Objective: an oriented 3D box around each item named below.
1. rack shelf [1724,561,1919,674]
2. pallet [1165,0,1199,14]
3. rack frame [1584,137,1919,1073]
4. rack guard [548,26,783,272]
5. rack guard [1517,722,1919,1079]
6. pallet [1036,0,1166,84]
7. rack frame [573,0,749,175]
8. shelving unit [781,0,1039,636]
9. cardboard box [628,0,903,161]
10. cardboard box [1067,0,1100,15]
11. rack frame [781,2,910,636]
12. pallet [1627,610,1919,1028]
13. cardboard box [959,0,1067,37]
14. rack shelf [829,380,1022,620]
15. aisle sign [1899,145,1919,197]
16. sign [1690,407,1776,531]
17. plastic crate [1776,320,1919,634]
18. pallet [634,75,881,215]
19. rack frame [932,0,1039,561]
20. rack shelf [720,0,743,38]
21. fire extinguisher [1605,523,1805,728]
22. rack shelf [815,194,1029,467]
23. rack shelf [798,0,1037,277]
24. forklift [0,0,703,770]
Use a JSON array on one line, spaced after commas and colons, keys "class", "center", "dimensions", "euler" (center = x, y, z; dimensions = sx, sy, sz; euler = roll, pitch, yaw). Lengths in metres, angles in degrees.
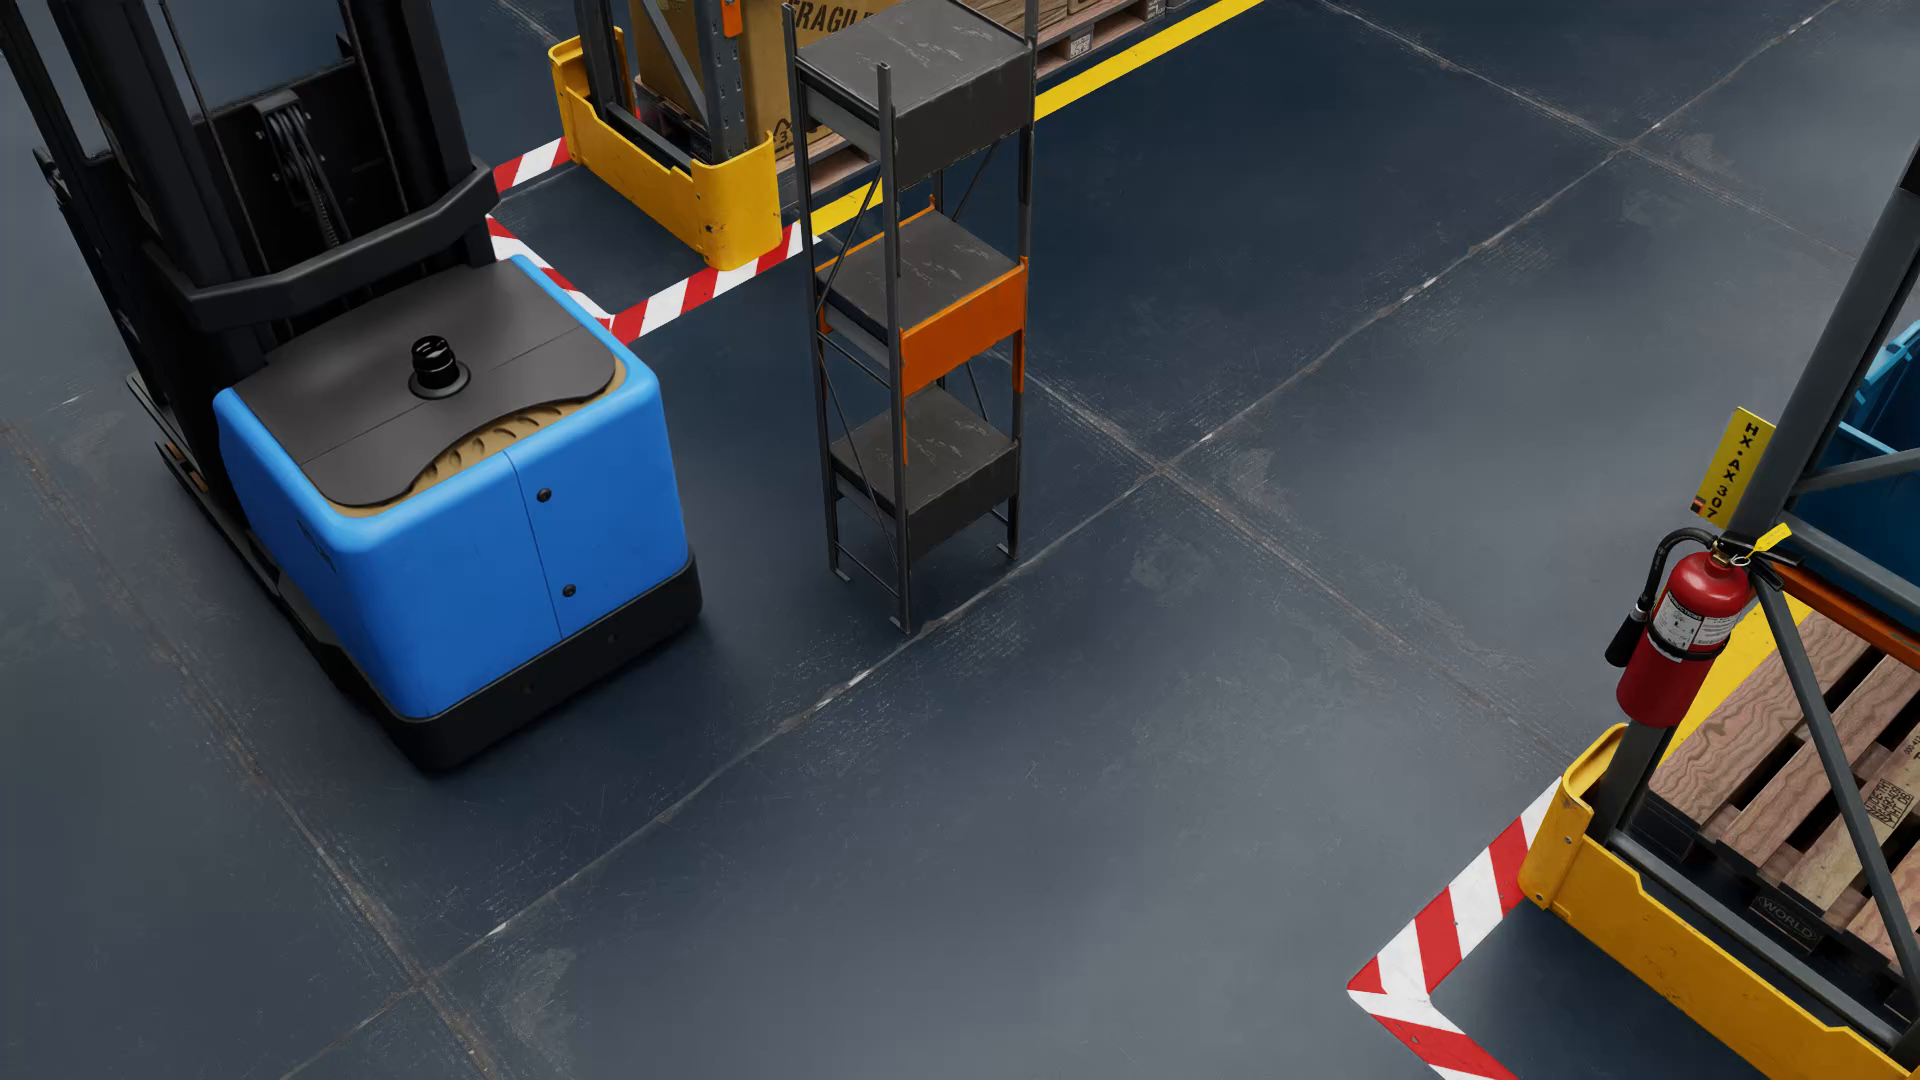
[{"class": "rack shelf", "center": [3.602, -0.554, 4.709], "dimensions": [4.000, 0.370, 1.077], "euler": [-34, 56, -27]}, {"class": "pallet", "center": [1.134, -3.201, 8.560], "dimensions": [1.213, 0.211, 1.003], "euler": [-34, 56, -27]}, {"class": "rack frame", "center": [2.122, 0.191, 3.533], "dimensions": [0.127, 3.000, 1.000], "euler": [-34, 56, -27]}, {"class": "rack guard", "center": [-1.228, -1.643, 6.925], "dimensions": [0.348, 0.500, 1.175], "euler": [-34, 56, -27]}, {"class": "rack guard", "center": [2.113, 1.058, 4.434], "dimensions": [0.348, 0.500, 1.175], "euler": [-34, 56, -27]}, {"class": "pallet", "center": [0.231, -2.595, 8.000], "dimensions": [1.213, 0.211, 1.003], "euler": [-34, 56, -27]}, {"class": "rack frame", "center": [-1.210, -2.502, 6.018], "dimensions": [0.127, 3.000, 1.000], "euler": [-34, 56, -27]}, {"class": "shelving unit", "center": [-0.122, -0.630, 4.903], "dimensions": [0.503, 2.100, 0.431], "euler": [-34, 56, -27]}, {"class": "cardboard box", "center": [-0.790, -2.284, 6.976], "dimensions": [0.875, 0.875, 0.875], "euler": [-34, 56, -27]}, {"class": "cardboard box", "center": [0.541, -3.174, 7.798], "dimensions": [0.875, 0.875, 0.875], "euler": [-34, 56, -27]}, {"class": "rack frame", "center": [-0.303, -0.510, 4.791], "dimensions": [0.015, 2.100, 0.400], "euler": [-34, 56, -27]}, {"class": "pallet", "center": [2.758, 0.750, 4.914], "dimensions": [1.213, 0.211, 1.003], "euler": [-34, 56, -27]}, {"class": "cardboard box", "center": [-0.117, -2.734, 7.392], "dimensions": [0.875, 0.875, 0.875], "euler": [-34, 56, -27]}, {"class": "rack shelf", "center": [-0.122, -0.146, 5.427], "dimensions": [0.480, 0.518, 0.431], "euler": [-34, 56, -27]}, {"class": "aisle sign", "center": [1.872, -0.814, 2.691], "dimensions": [0.004, 0.787, 0.394], "euler": [-34, 56, -27]}, {"class": "sign", "center": [1.740, -0.155, 3.741], "dimensions": [0.005, 0.325, 0.100], "euler": [-34, 56, -27]}, {"class": "plastic crate", "center": [2.244, -0.108, 3.744], "dimensions": [0.499, 0.435, 0.616], "euler": [-34, 56, -27]}, {"class": "pallet", "center": [-0.671, -1.994, 7.447], "dimensions": [1.213, 0.211, 1.003], "euler": [-34, 56, -27]}, {"class": "rack frame", "center": [0.058, -0.751, 5.014], "dimensions": [0.015, 2.100, 0.400], "euler": [-34, 56, -27]}, {"class": "rack shelf", "center": [0.270, -3.247, 7.195], "dimensions": [4.000, 0.370, 1.077], "euler": [-34, 56, -27]}, {"class": "fire extinguisher", "center": [1.705, 0.171, 3.857], "dimensions": [0.183, 0.674, 0.296], "euler": [-34, 56, -27]}, {"class": "rack shelf", "center": [-0.122, -0.621, 4.913], "dimensions": [0.480, 0.518, 0.431], "euler": [-34, 56, -27]}, {"class": "rack shelf", "center": [-0.123, -1.096, 4.398], "dimensions": [0.480, 0.518, 0.431], "euler": [-34, 56, -27]}, {"class": "forklift", "center": [-2.190, -1.313, 4.967], "dimensions": [1.130, 2.935, 3.031], "euler": [-33, 55, -26]}]
